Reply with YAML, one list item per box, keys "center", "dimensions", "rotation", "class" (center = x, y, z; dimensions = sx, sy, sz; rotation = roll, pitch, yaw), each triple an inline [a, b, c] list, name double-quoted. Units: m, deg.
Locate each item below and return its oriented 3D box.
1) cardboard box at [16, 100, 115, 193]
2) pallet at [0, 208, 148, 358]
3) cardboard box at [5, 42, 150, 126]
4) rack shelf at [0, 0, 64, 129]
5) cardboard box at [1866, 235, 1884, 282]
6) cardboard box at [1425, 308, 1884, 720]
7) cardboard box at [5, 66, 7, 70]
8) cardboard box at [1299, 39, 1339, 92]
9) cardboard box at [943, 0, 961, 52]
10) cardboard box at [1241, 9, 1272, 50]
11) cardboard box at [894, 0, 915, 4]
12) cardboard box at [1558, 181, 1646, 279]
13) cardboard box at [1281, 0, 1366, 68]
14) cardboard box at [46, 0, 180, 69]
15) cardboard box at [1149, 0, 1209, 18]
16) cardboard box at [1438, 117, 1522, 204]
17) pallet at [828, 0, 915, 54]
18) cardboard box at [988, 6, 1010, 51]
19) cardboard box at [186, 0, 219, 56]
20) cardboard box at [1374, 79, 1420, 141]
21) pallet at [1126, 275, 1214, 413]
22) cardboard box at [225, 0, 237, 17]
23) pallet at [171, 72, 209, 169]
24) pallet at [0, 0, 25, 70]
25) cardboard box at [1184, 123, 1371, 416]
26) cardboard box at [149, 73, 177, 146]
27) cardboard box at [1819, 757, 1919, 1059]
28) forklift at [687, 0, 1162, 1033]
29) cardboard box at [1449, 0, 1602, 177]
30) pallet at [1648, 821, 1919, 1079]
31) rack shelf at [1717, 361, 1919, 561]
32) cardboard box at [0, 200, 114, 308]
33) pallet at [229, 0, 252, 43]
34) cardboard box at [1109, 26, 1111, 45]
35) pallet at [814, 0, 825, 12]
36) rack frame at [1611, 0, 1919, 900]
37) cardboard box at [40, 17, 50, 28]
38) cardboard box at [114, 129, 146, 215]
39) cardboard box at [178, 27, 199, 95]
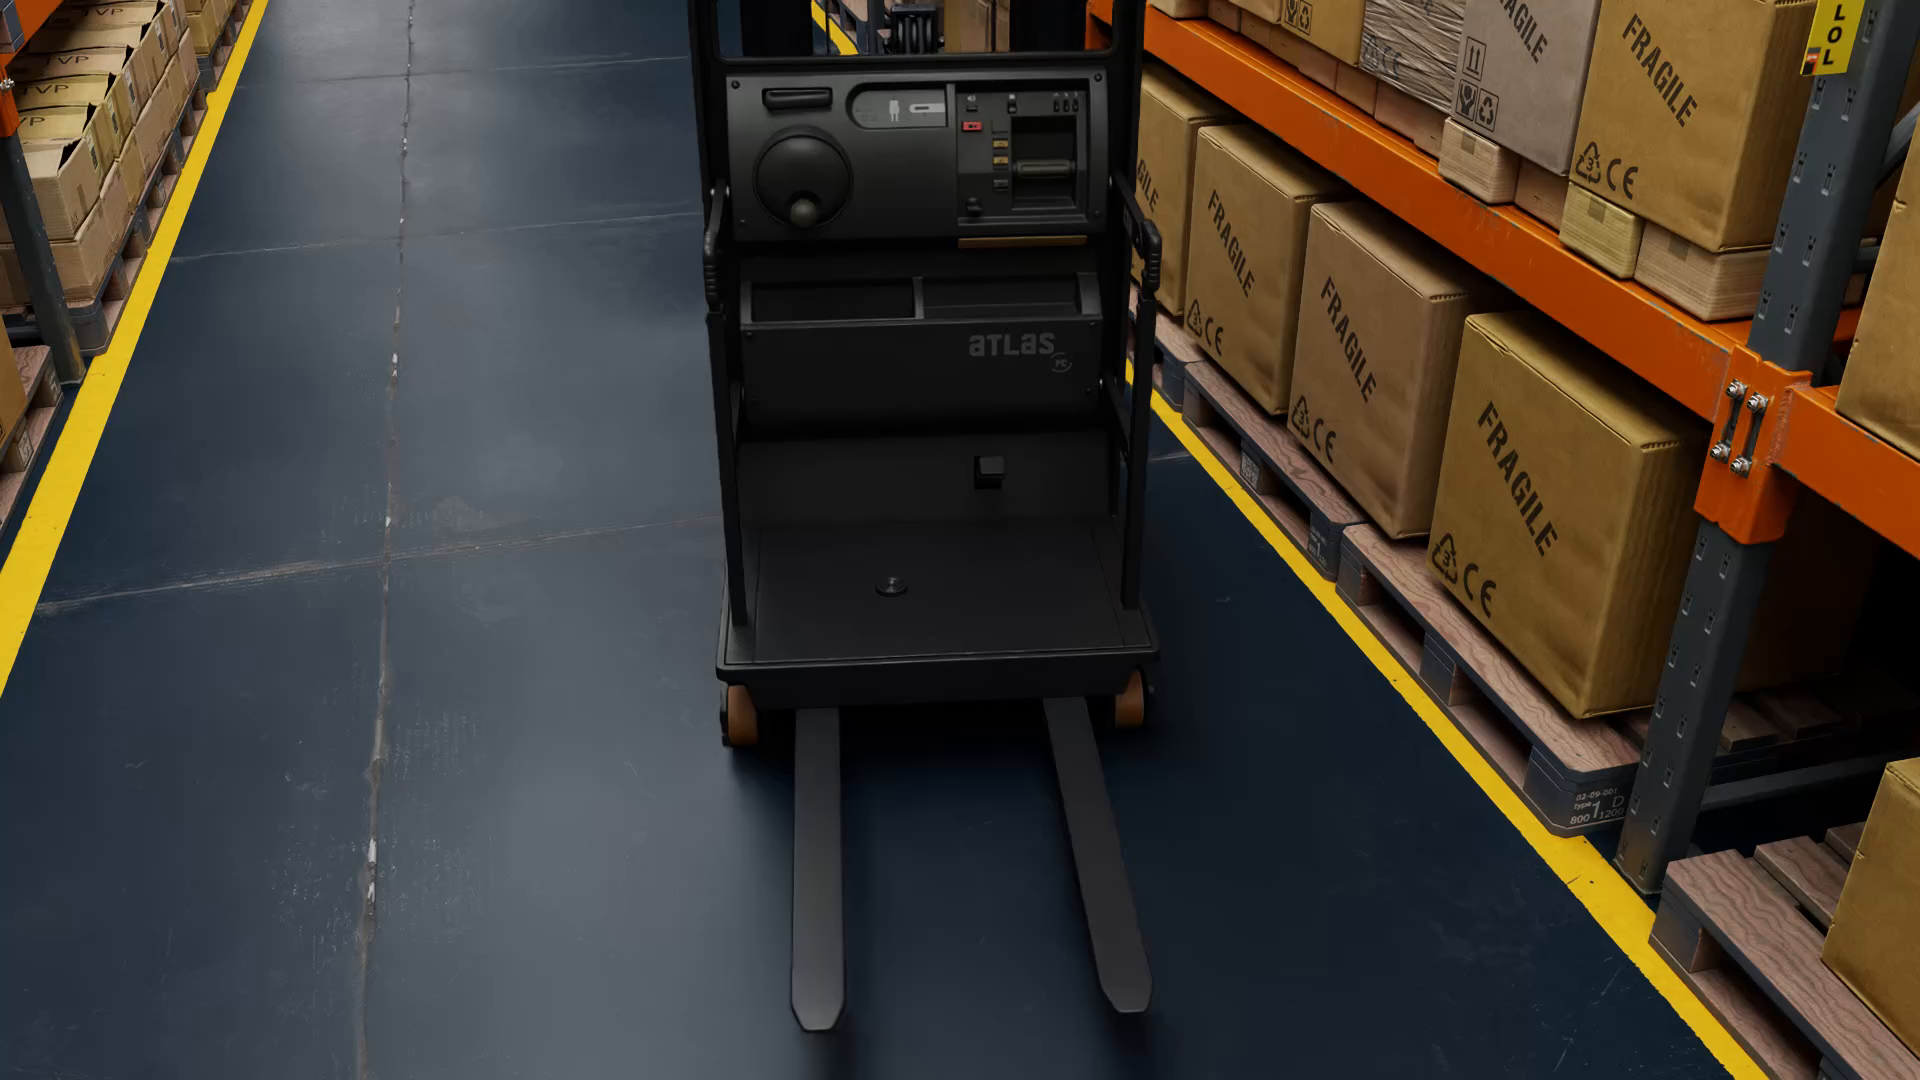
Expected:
- center: [-3.803, -1.619, 6.818]
  dimensions: [0.500, 0.311, 0.500]
  rotation: [-9, 31, -15]
  class: "cardboard box"
- center: [-3.981, -1.036, 6.828]
  dimensions: [1.003, 0.211, 1.213]
  rotation: [-8, 31, -13]
  class: "pallet"
- center: [-4.074, -2.114, 7.673]
  dimensions: [0.500, 0.311, 0.500]
  rotation: [-8, 31, -14]
  class: "cardboard box"
- center: [-4.331, -2.494, 7.283]
  dimensions: [1.077, 0.370, 4.000]
  rotation: [-8, 31, -13]
  class: "rack shelf"
- center: [2.139, -0.656, 3.620]
  dimensions: [0.380, 0.149, 0.250]
  rotation: [-9, 31, -15]
  class: "cardboard box"
- center: [1.739, -0.116, 4.183]
  dimensions: [0.750, 0.750, 0.750]
  rotation: [-7, 31, -13]
  class: "cardboard box"
- center: [-4.583, -2.031, 7.530]
  dimensions: [0.500, 0.311, 0.500]
  rotation: [-7, 31, -12]
  class: "cardboard box"
- center: [1.257, -1.471, 5.028]
  dimensions: [0.380, 0.149, 0.250]
  rotation: [-8, 31, -13]
  class: "cardboard box"
- center: [0.310, -2.944, 9.399]
  dimensions: [0.700, 0.500, 0.500]
  rotation: [-8, 31, -14]
  class: "cardboard box"
- center: [1.149, -1.718, 5.456]
  dimensions: [0.380, 0.149, 0.250]
  rotation: [-7, 31, -12]
  class: "cardboard box"
- center: [-0.258, -3.651, 10.952]
  dimensions: [0.380, 0.166, 0.250]
  rotation: [-12, 32, -20]
  class: "cardboard box"
- center: [1.584, -0.713, 3.717]
  dimensions: [0.380, 0.149, 0.250]
  rotation: [-7, 31, -12]
  class: "cardboard box"
- center: [1.264, -1.668, 4.720]
  dimensions: [0.500, 0.500, 0.500]
  rotation: [-7, 31, -12]
  class: "cardboard box"
- center: [-4.334, -2.598, 8.510]
  dimensions: [0.500, 0.311, 0.500]
  rotation: [-7, 31, -12]
  class: "cardboard box"
- center: [0.886, -1.948, 5.852]
  dimensions: [0.380, 0.149, 0.250]
  rotation: [-7, 31, -12]
  class: "cardboard box"
- center: [1.432, -0.963, 4.151]
  dimensions: [0.380, 0.149, 0.250]
  rotation: [-8, 31, -13]
  class: "cardboard box"
- center: [-0.299, -3.545, 11.164]
  dimensions: [1.003, 0.211, 1.213]
  rotation: [-8, 31, -13]
  class: "pallet"
- center: [0.550, -2.450, 8.545]
  dimensions: [0.700, 0.500, 0.500]
  rotation: [-8, 31, -14]
  class: "cardboard box"
- center: [-4.693, -3.028, 9.812]
  dimensions: [0.500, 0.250, 0.500]
  rotation: [-8, 31, -13]
  class: "cardboard box"
- center: [1.379, -1.213, 4.582]
  dimensions: [0.380, 0.149, 0.250]
  rotation: [-9, 31, -15]
  class: "cardboard box"
- center: [1.112, -0.902, 6.598]
  dimensions: [1.003, 0.211, 1.213]
  rotation: [-8, 31, -13]
  class: "pallet"
- center: [-4.948, -3.512, 10.649]
  dimensions: [0.500, 0.250, 0.500]
  rotation: [-8, 31, -13]
  class: "cardboard box"
- center: [-4.629, -2.214, 8.864]
  dimensions: [1.003, 0.211, 1.213]
  rotation: [-8, 31, -13]
  class: "pallet"
- center: [-3.552, -1.439, 4.933]
  dimensions: [1.213, 0.211, 1.003]
  rotation: [-8, 31, -13]
  class: "pallet"
- center: [1.270, -0.955, 5.632]
  dimensions: [0.750, 0.750, 0.750]
  rotation: [-8, 31, -14]
  class: "cardboard box"
- center: [-4.203, -2.110, 8.227]
  dimensions: [0.500, 0.250, 0.500]
  rotation: [-7, 31, -12]
  class: "cardboard box"
- center: [2.136, 0.707, 3.111]
  dimensions: [0.700, 0.500, 0.500]
  rotation: [-7, 31, -13]
  class: "cardboard box"
- center: [-0.082, -0.905, 3.888]
  dimensions: [1.130, 2.935, 3.031]
  rotation: [-2, 30, -4]
  class: "forklift"
- center: [1.526, -1.183, 3.883]
  dimensions: [0.500, 0.500, 0.500]
  rotation: [-8, 31, -13]
  class: "cardboard box"
- center: [2.163, 1.016, 3.283]
  dimensions: [1.003, 0.211, 1.213]
  rotation: [-8, 31, -13]
  class: "pallet"
- center: [2.567, 0.709, 1.749]
  dimensions: [1.077, 0.370, 4.000]
  rotation: [-8, 31, -13]
  class: "rack shelf"
- center: [-3.656, -1.123, 6.522]
  dimensions: [0.500, 0.250, 0.500]
  rotation: [-8, 31, -13]
  class: "cardboard box"
- center: [-5.360, -3.545, 11.163]
  dimensions: [1.003, 0.211, 1.213]
  rotation: [-8, 31, -13]
  class: "pallet"
- center: [0.643, -2.558, 7.982]
  dimensions: [0.500, 0.250, 0.500]
  rotation: [-7, 31, -12]
  class: "cardboard box"
- center: [-0.626, -4.135, 12.184]
  dimensions: [1.003, 0.211, 1.213]
  rotation: [-8, 31, -13]
  class: "pallet"
- center: [2.037, -0.568, 3.237]
  dimensions: [1.000, 3.000, 0.127]
  rotation: [-8, 31, -13]
  class: "rack frame"
- center: [-4.864, -2.531, 8.394]
  dimensions: [0.500, 0.311, 0.500]
  rotation: [-8, 31, -14]
  class: "cardboard box"
- center: [-3.934, -1.616, 7.374]
  dimensions: [0.500, 0.250, 0.500]
  rotation: [-9, 31, -15]
  class: "cardboard box"
- center: [-4.472, -2.602, 9.076]
  dimensions: [0.500, 0.250, 0.500]
  rotation: [-8, 31, -14]
  class: "cardboard box"
